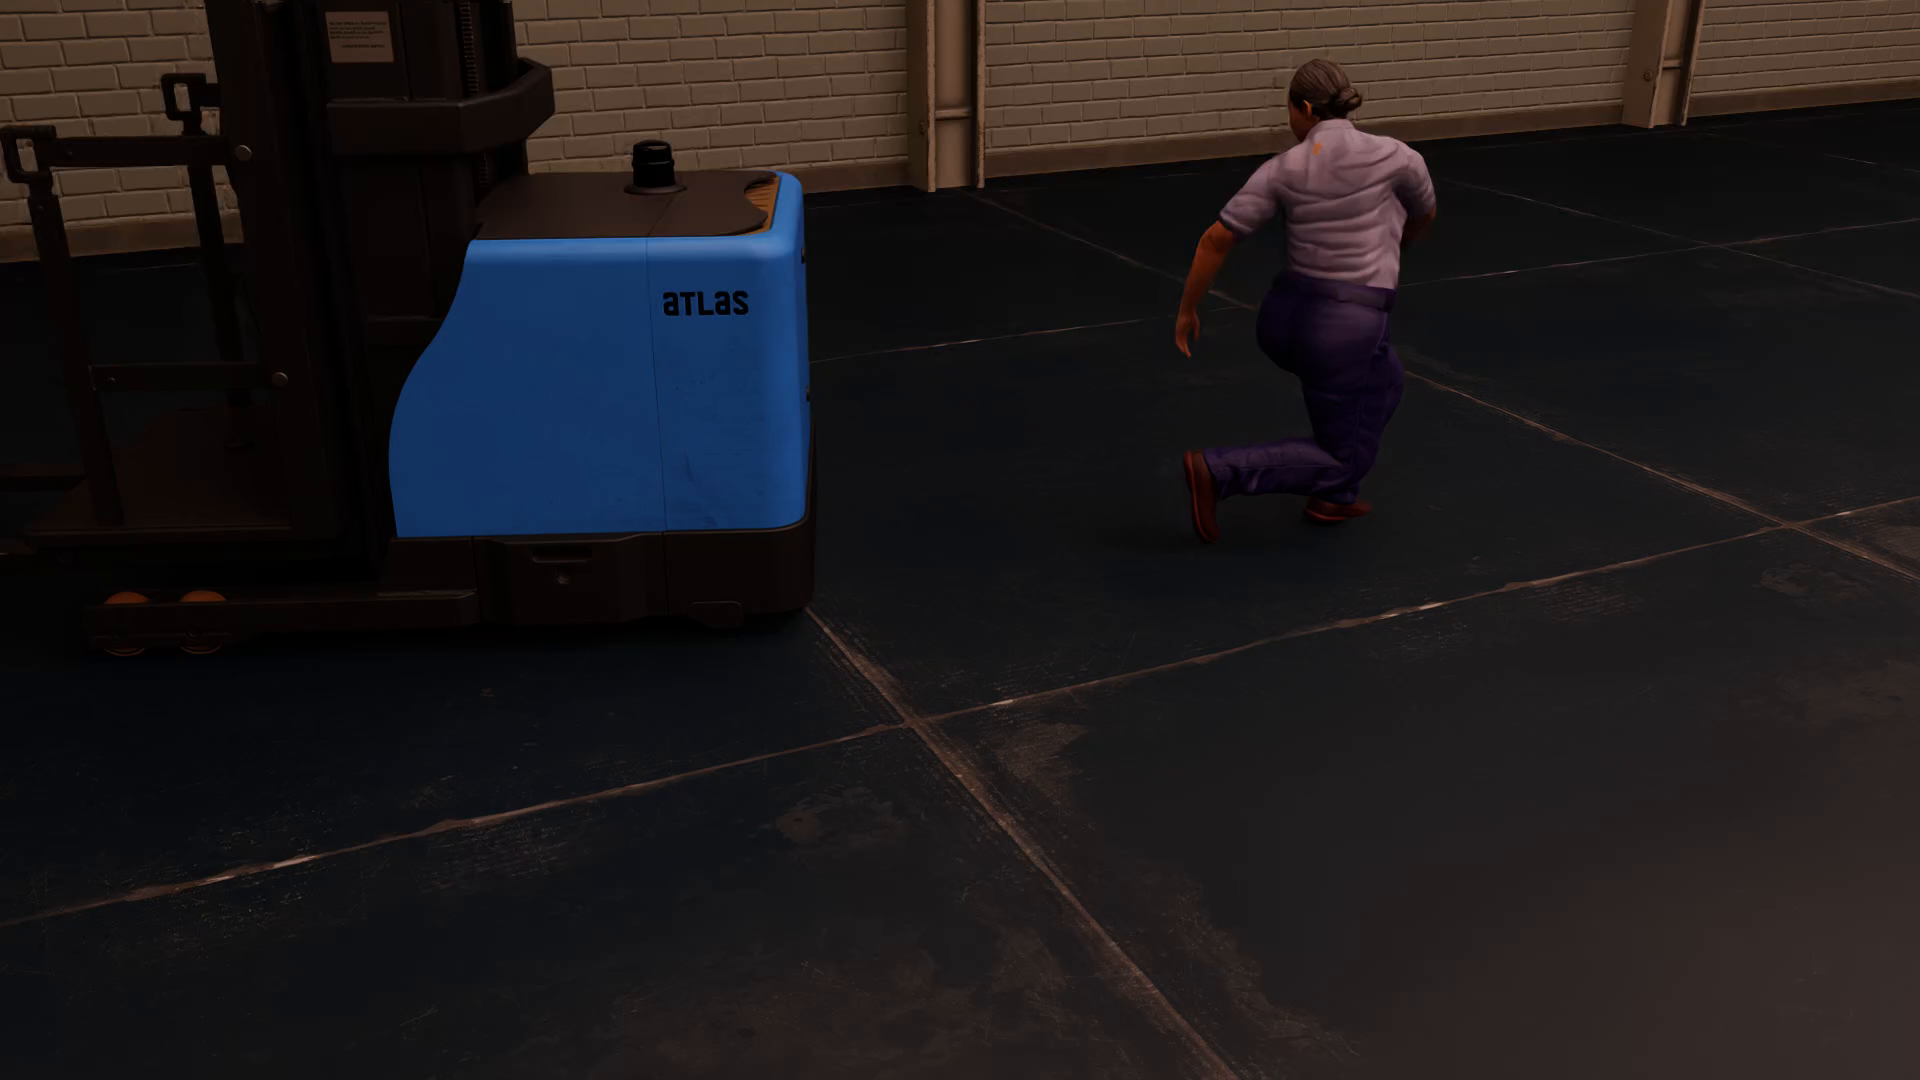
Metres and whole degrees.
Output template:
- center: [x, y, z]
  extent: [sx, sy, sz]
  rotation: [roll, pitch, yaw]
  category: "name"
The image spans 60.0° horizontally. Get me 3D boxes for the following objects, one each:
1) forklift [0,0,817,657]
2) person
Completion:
- center: [-1.943, -1.257, 4.311]
  extent: [3.031, 2.935, 1.130]
  rotation: [-1, 23, -3]
  category: "forklift"
- center: [1.021, -0.687, 4.979]
  extent: [0.861, 1.428, 0.593]
  rotation: [-14, 27, -31]
  category: "person"
